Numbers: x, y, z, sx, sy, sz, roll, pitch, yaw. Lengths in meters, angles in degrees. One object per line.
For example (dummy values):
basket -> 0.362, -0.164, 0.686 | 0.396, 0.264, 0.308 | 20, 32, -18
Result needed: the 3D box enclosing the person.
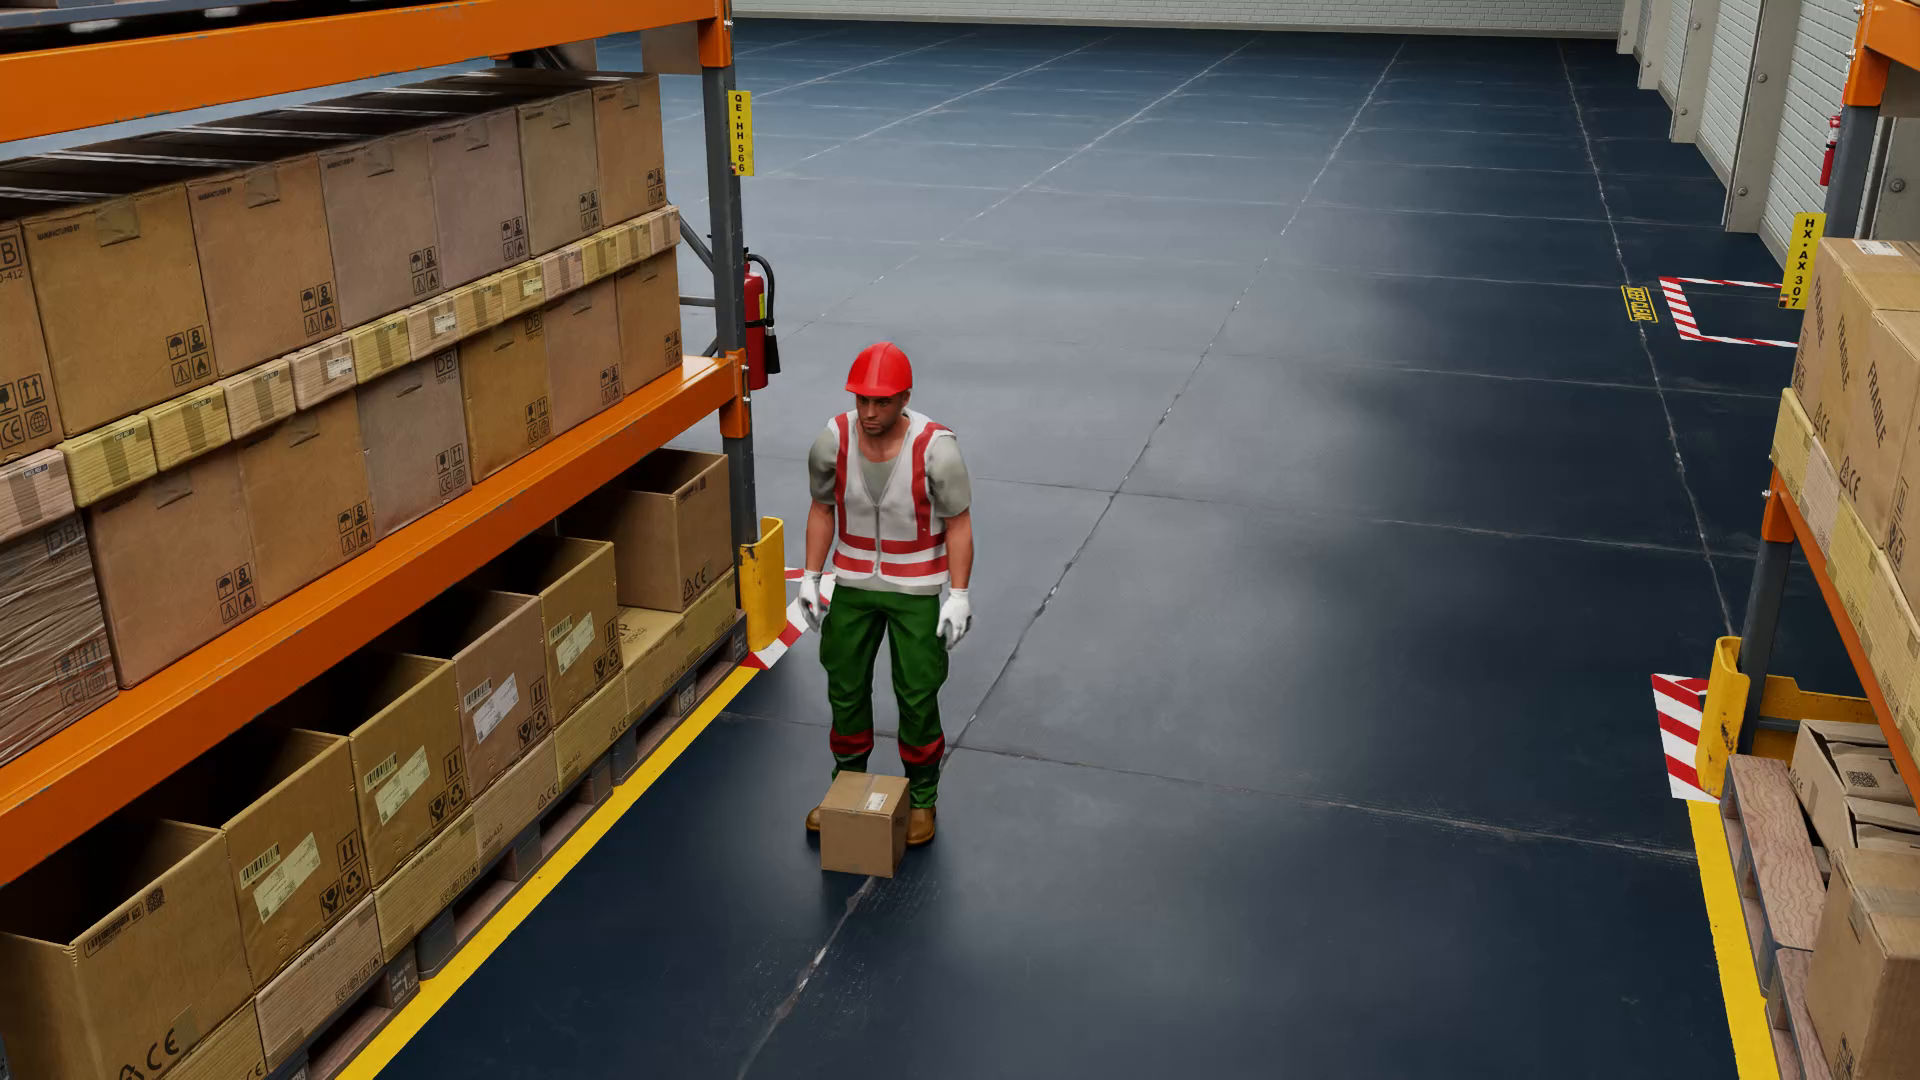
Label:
person -> -0.254, 0.185, 5.608 | 0.613, 1.776, 0.456 | 6, 23, 15
